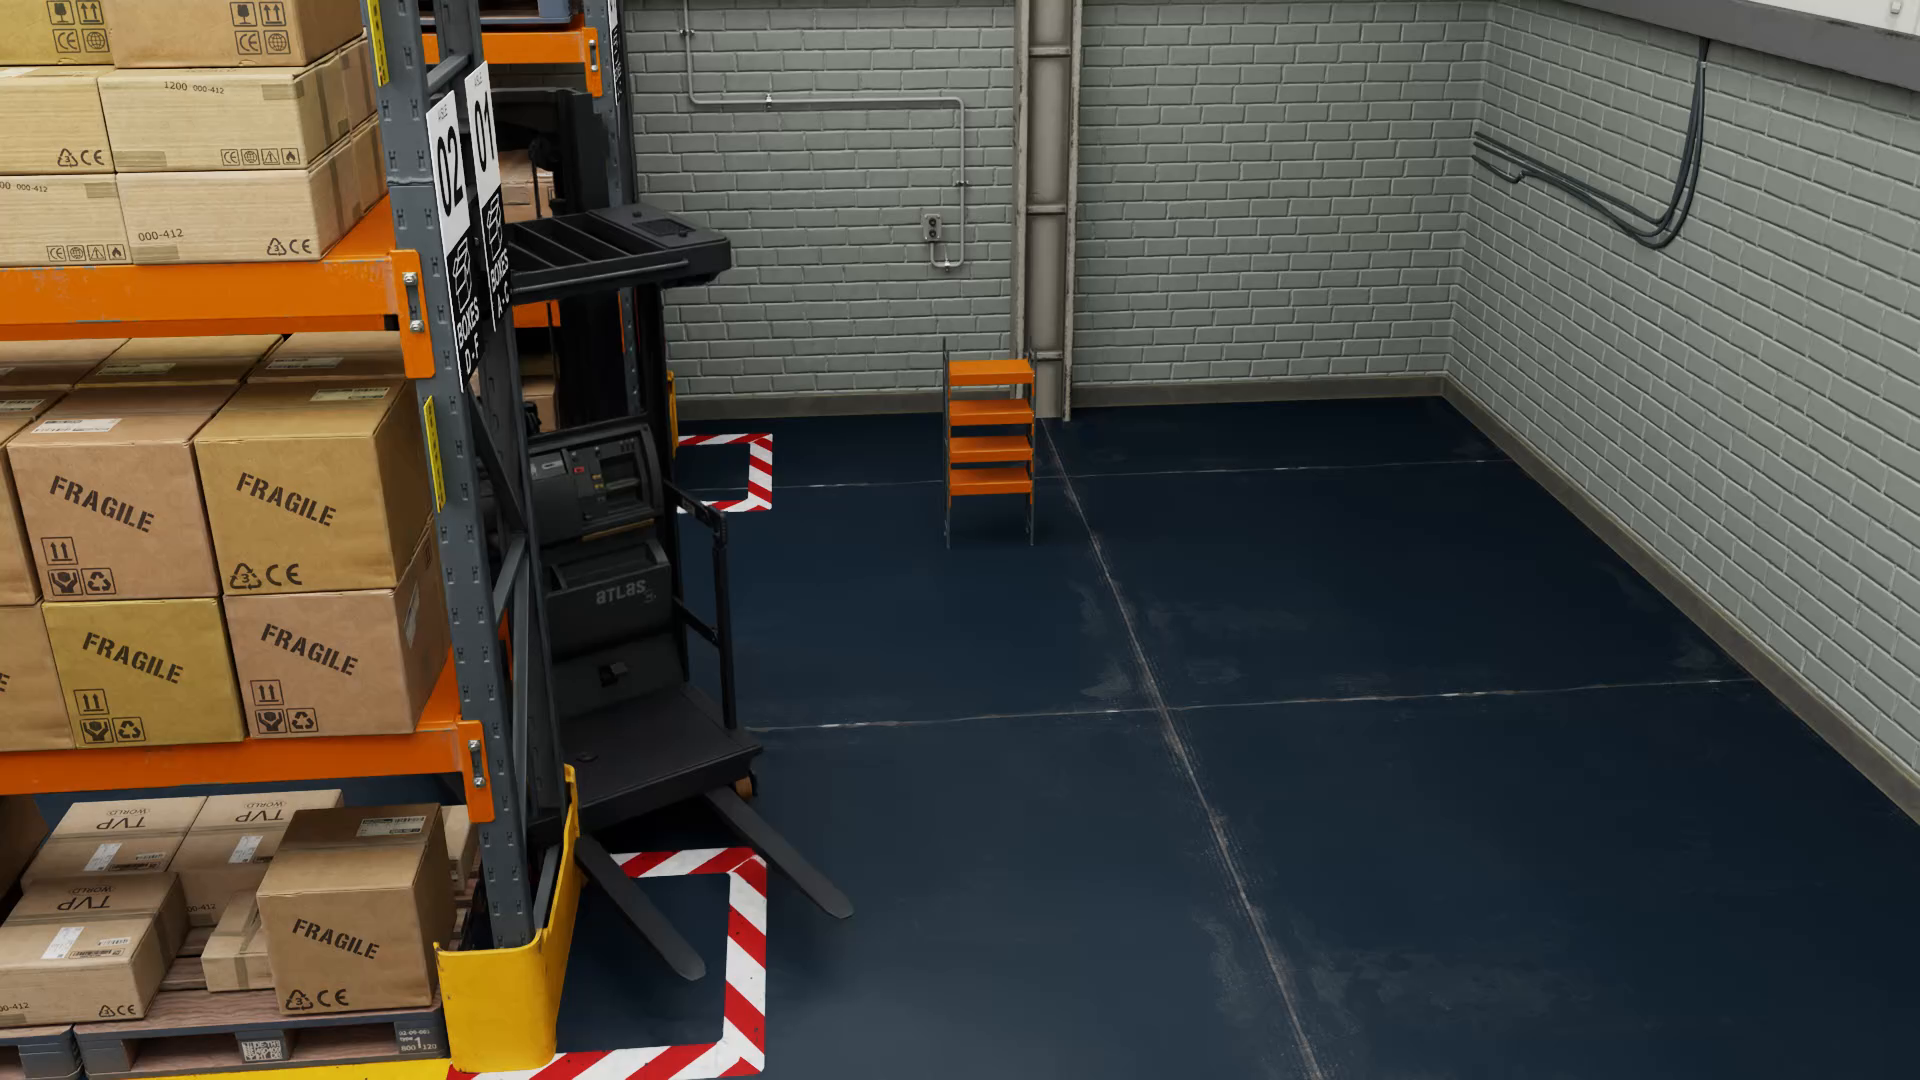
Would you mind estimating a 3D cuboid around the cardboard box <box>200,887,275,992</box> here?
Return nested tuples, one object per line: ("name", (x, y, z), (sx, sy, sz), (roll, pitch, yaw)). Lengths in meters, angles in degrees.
("cardboard box", (-2.477, 1.397, 5.860), (0.250, 0.166, 0.380), (-2, 24, -5))

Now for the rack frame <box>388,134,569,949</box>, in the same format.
("rack frame", (-1.548, 0.203, 5.601), (0.127, 3.000, 1.000), (-2, 24, -5))

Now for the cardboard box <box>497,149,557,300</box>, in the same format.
("cardboard box", (-2.545, -1.912, 9.989), (0.700, 0.700, 0.980), (-1, 24, -3))

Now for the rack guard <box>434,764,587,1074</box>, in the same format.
("rack guard", (-1.624, 1.348, 6.102), (0.348, 0.500, 1.175), (-2, 24, -5))

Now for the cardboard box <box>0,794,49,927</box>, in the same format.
("cardboard box", (-3.659, 1.225, 5.833), (0.637, 0.503, 0.797), (-2, 24, -5))

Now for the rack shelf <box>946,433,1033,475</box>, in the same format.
("rack shelf", (0.165, -0.493, 9.548), (0.480, 0.148, 0.258), (-2, 24, -5))

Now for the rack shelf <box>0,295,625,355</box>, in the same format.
("rack shelf", (-4.029, -1.391, 10.072), (4.000, 0.370, 1.077), (-2, 24, -5))

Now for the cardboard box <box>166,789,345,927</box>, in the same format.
("cardboard box", (-2.615, 1.185, 6.234), (0.500, 0.250, 0.500), (-2, 24, -5))

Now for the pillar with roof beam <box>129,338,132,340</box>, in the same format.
("pillar with roof beam", (-4.984, -3.019, 5.462), (0.400, 9.000, 9.100), (-2, 24, -5))

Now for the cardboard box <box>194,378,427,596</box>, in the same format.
("cardboard box", (-1.964, -0.171, 5.087), (0.500, 0.500, 0.500), (-3, 24, -6))

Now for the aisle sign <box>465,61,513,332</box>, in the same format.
("aisle sign", (-1.509, -1.107, 5.346), (0.004, 0.787, 0.394), (-2, 24, -5))

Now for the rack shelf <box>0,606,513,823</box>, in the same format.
("rack shelf", (-3.538, 0.611, 5.567), (4.000, 0.370, 1.077), (-2, 24, -5))

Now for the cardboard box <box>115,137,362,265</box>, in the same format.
("cardboard box", (-2.033, -0.972, 4.736), (0.500, 0.250, 0.500), (-2, 24, -5))

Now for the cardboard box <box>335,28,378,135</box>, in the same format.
("cardboard box", (-2.085, -1.413, 5.111), (0.500, 0.250, 0.500), (-2, 24, -5))

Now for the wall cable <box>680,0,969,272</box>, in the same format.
("wall cable", (-0.857, -2.697, 10.874), (1.851, 1.984, 0.084), (-2, 24, -5))

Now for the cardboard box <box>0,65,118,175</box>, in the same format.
("cardboard box", (-2.532, -1.184, 4.597), (0.500, 0.250, 0.500), (-2, 24, -5))

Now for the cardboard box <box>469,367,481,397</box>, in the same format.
("cardboard box", (-2.835, -0.998, 10.065), (0.250, 0.149, 0.380), (-3, 24, -6))

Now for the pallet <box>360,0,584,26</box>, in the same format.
("pallet", (-2.776, -3.096, 9.438), (1.213, 0.211, 1.003), (-2, 24, -5))

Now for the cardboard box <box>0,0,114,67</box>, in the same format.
("cardboard box", (-2.564, -1.658, 4.739), (0.500, 0.500, 0.700), (-2, 24, -5))

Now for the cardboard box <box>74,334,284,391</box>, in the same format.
("cardboard box", (-2.535, -0.365, 5.523), (0.500, 0.500, 0.500), (-2, 24, -5))

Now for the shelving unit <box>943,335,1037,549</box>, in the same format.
("shelving unit", (0.165, -0.555, 9.521), (0.503, 1.200, 0.258), (-2, 24, -5))

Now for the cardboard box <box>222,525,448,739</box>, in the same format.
("cardboard box", (-1.967, 0.285, 5.293), (0.500, 0.500, 0.500), (-2, 24, -4))

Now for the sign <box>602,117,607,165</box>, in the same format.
("sign", (-1.999, -2.217, 9.327), (0.005, 0.325, 0.100), (-2, 24, -5))

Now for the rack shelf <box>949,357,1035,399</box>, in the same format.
("rack shelf", (0.165, -0.914, 9.362), (0.480, 0.148, 0.258), (-2, 24, -5))

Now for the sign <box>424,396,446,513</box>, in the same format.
("sign", (-1.513, -0.246, 4.795), (0.005, 0.325, 0.100), (-2, 24, -5))

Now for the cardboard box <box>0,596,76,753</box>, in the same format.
("cardboard box", (-2.980, 0.325, 5.203), (0.500, 0.500, 0.500), (-2, 24, -5))

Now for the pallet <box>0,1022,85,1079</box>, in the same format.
("pallet", (-3.628, 1.560, 5.981), (1.213, 0.211, 1.003), (-2, 24, -5))

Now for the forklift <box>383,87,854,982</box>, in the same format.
("forklift", (-1.533, -0.186, 6.560), (1.130, 2.935, 3.031), (-16, 29, -32))

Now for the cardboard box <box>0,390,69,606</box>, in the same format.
("cardboard box", (-2.982, -0.128, 4.990), (0.500, 0.500, 0.500), (-2, 24, -4))

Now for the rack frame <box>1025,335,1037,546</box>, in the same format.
("rack frame", (0.408, -0.565, 9.543), (0.015, 1.200, 0.240), (-2, 24, -5))
